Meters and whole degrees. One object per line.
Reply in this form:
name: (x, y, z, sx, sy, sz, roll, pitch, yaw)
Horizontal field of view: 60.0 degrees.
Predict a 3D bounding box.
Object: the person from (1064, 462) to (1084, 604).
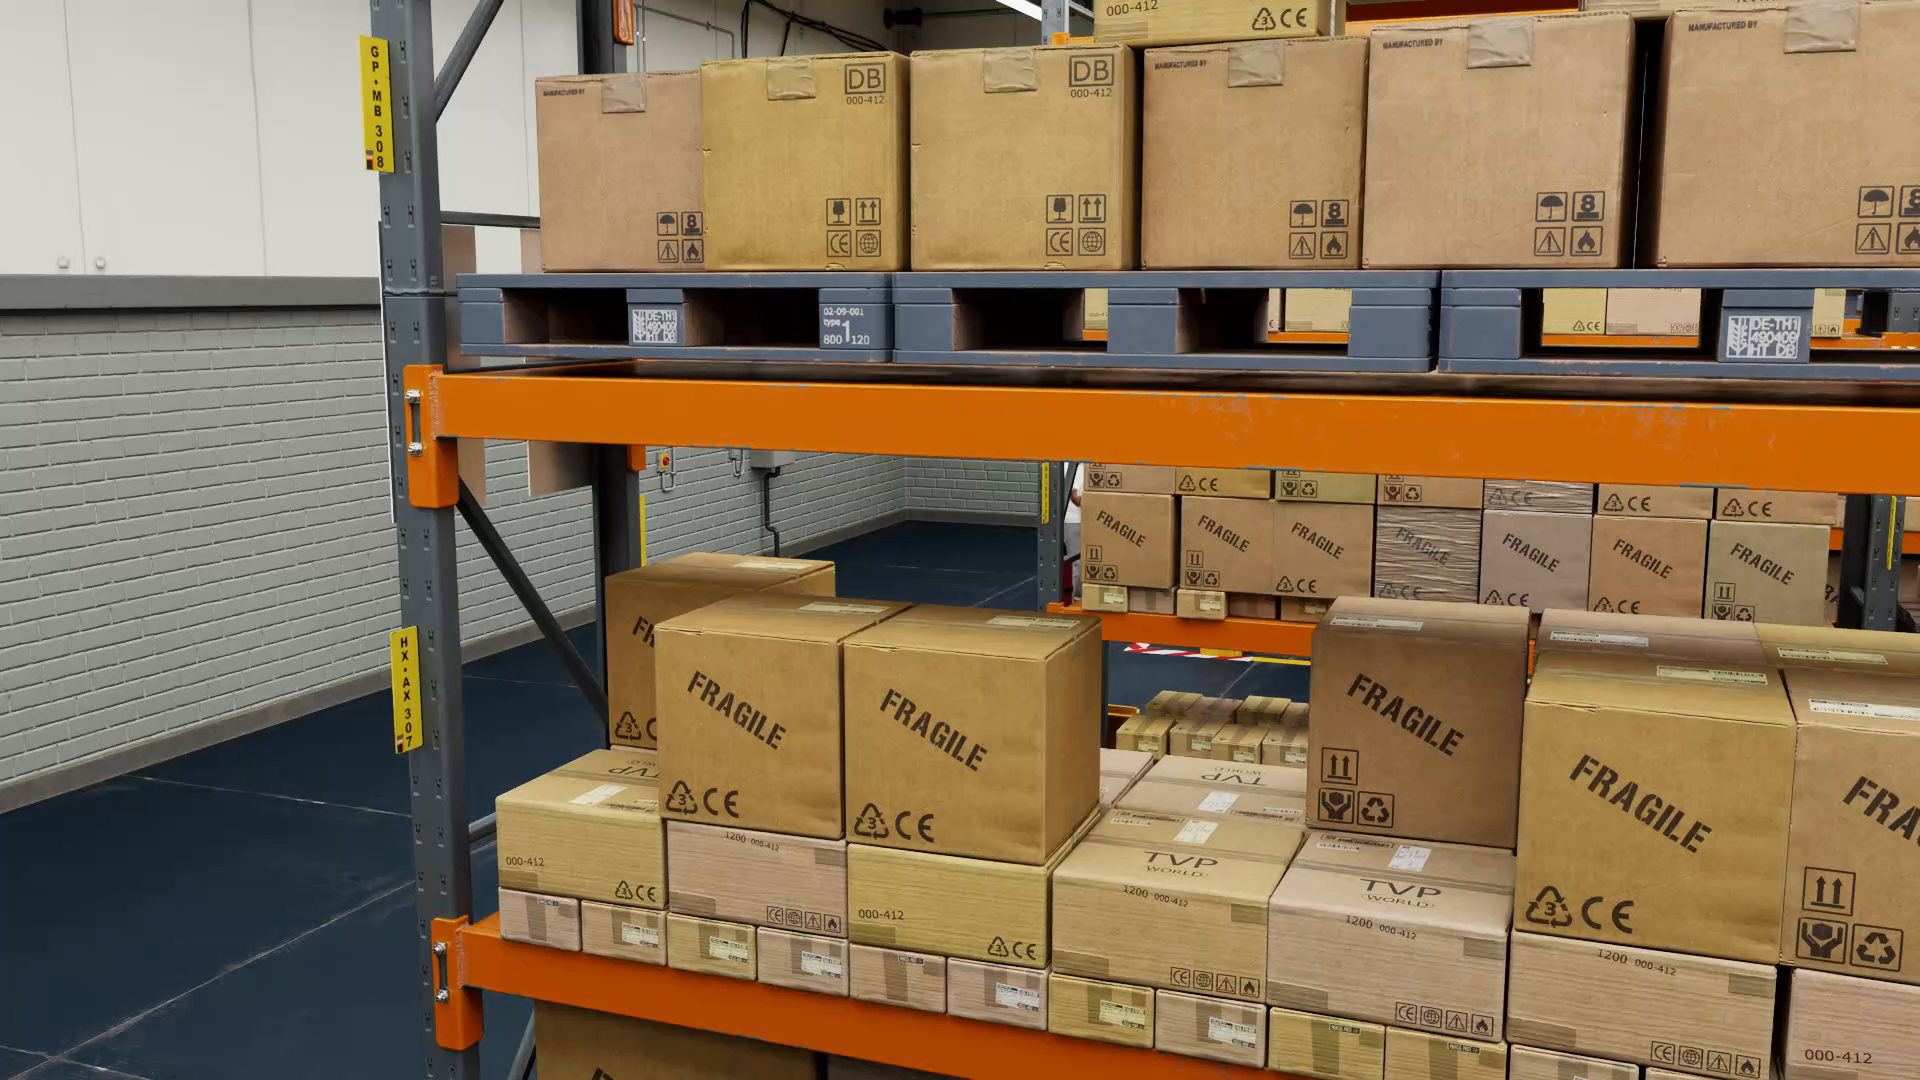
person: (1.152, -0.168, 15.373, 0.567, 1.769, 0.528, 3, 9, 21)
